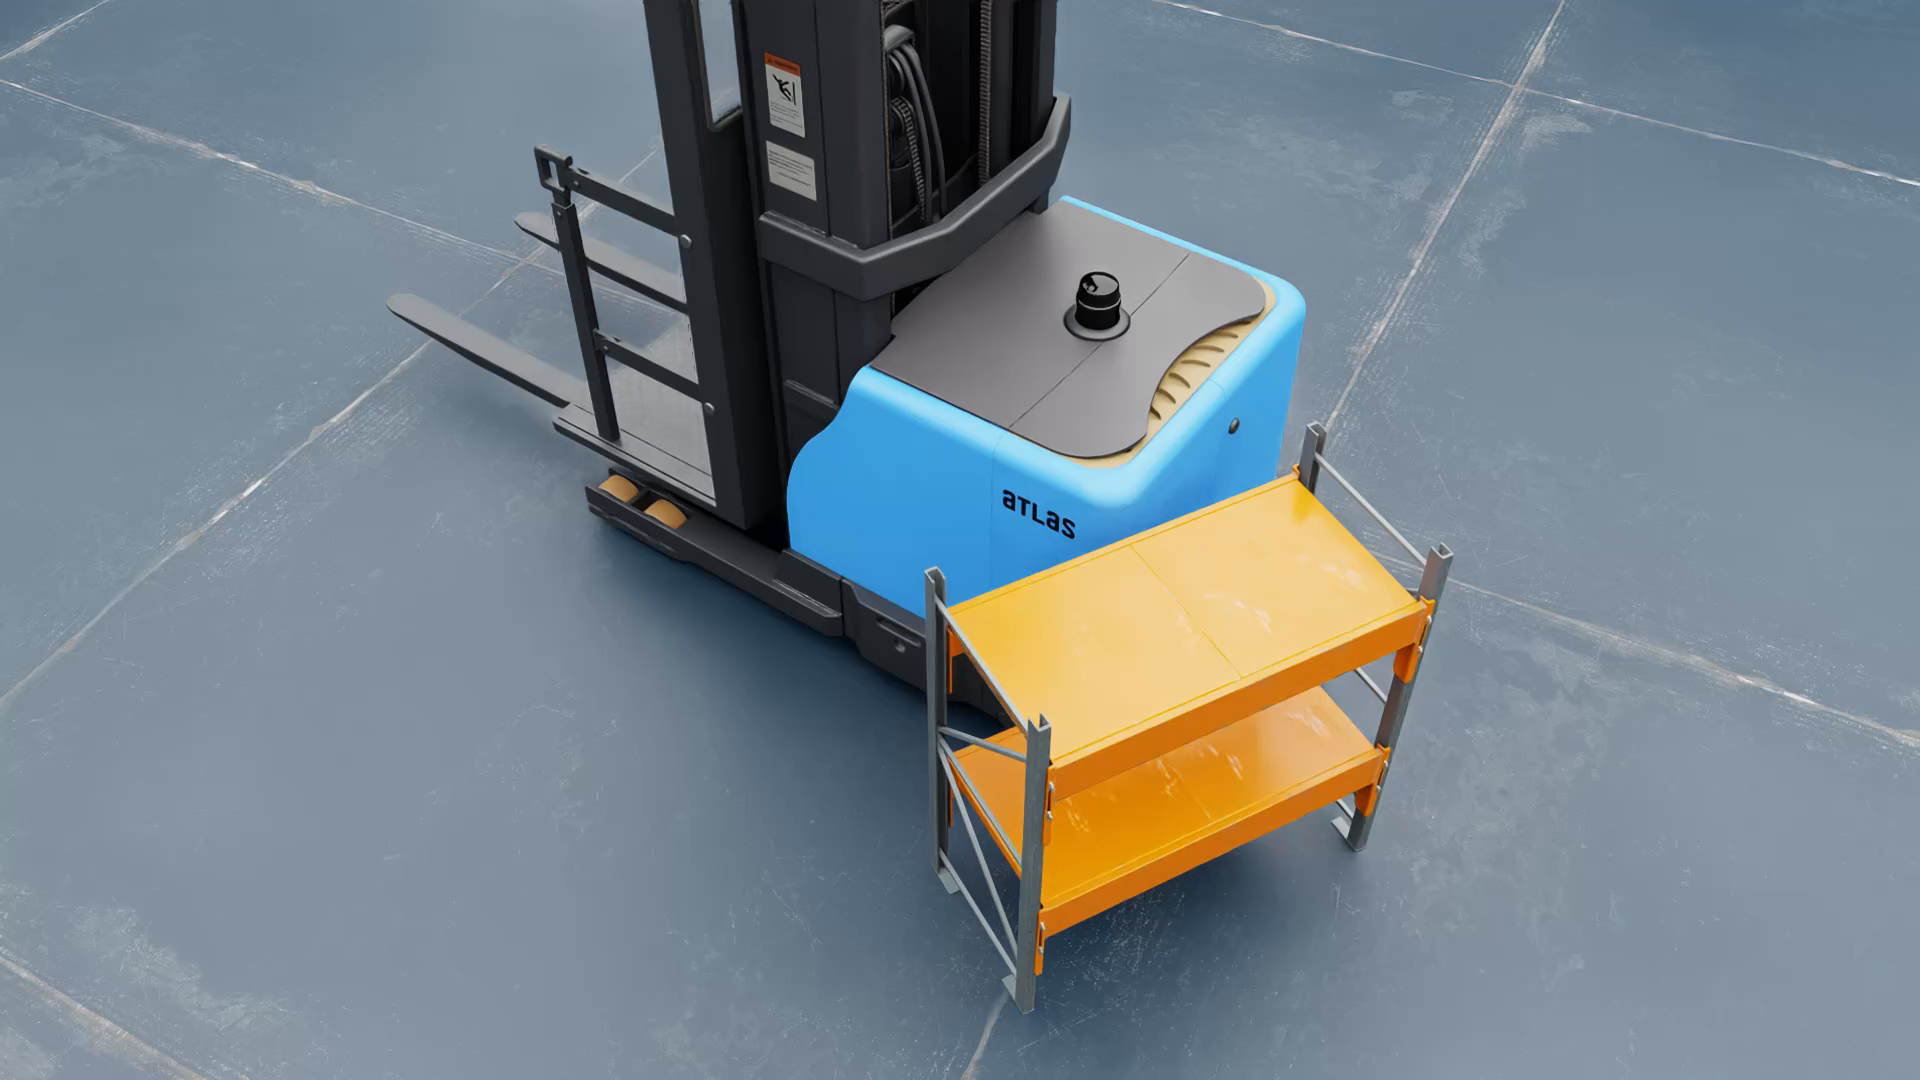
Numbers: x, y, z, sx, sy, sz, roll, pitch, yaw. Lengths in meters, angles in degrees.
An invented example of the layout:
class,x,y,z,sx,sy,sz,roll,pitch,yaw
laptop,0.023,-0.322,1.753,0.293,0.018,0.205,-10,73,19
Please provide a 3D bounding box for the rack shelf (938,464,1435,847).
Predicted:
class,x,y,z,sx,sy,sz,roll,pitch,yaw
rack shelf,0.502,0.238,3.812,1.000,0.278,0.538,-21,49,-19

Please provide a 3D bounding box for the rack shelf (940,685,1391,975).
class,x,y,z,sx,sy,sz,roll,pitch,yaw
rack shelf,0.502,0.616,4.194,1.000,0.278,0.538,-21,49,-19

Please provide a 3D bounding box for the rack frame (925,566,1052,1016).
class,x,y,z,sx,sy,sz,roll,pitch,yaw
rack frame,0.053,0.613,3.853,0.032,1.125,0.500,-21,49,-19

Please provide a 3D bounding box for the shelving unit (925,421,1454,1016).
class,x,y,z,sx,sy,sz,roll,pitch,yaw
shelving unit,0.502,0.444,4.020,1.048,1.125,0.538,-21,49,-19

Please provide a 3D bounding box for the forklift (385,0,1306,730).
class,x,y,z,sx,sy,sz,roll,pitch,yaw
forklift,-0.563,-1.270,4.444,3.031,2.935,1.130,27,51,24

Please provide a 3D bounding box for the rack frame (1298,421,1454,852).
class,x,y,z,sx,sy,sz,roll,pitch,yaw
rack frame,0.951,0.275,4.188,0.032,1.125,0.500,-21,49,-19
